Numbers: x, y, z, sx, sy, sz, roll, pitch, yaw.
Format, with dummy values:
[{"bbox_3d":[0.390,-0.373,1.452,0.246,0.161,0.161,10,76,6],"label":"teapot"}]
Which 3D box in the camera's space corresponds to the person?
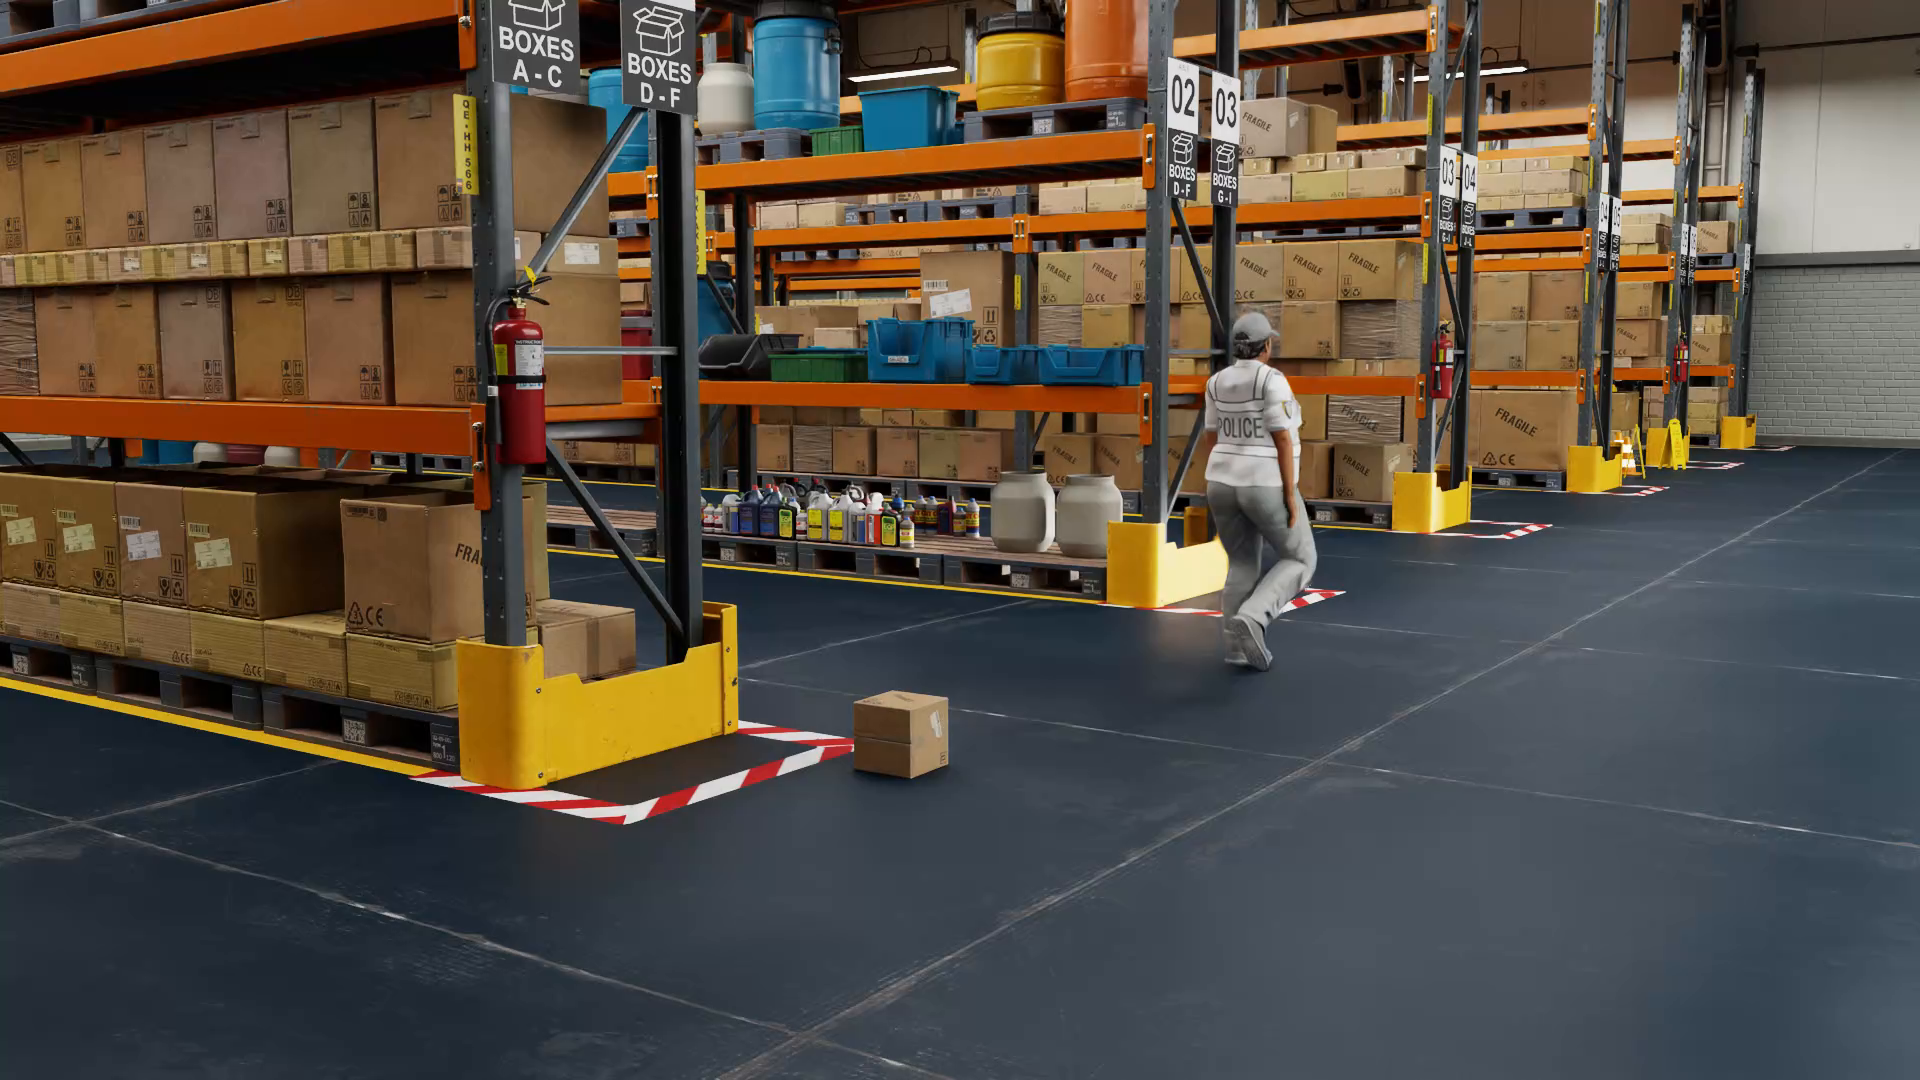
[{"bbox_3d":[1.360,-0.224,7.736,0.482,1.656,0.496,-6,9,-44],"label":"person"}]
